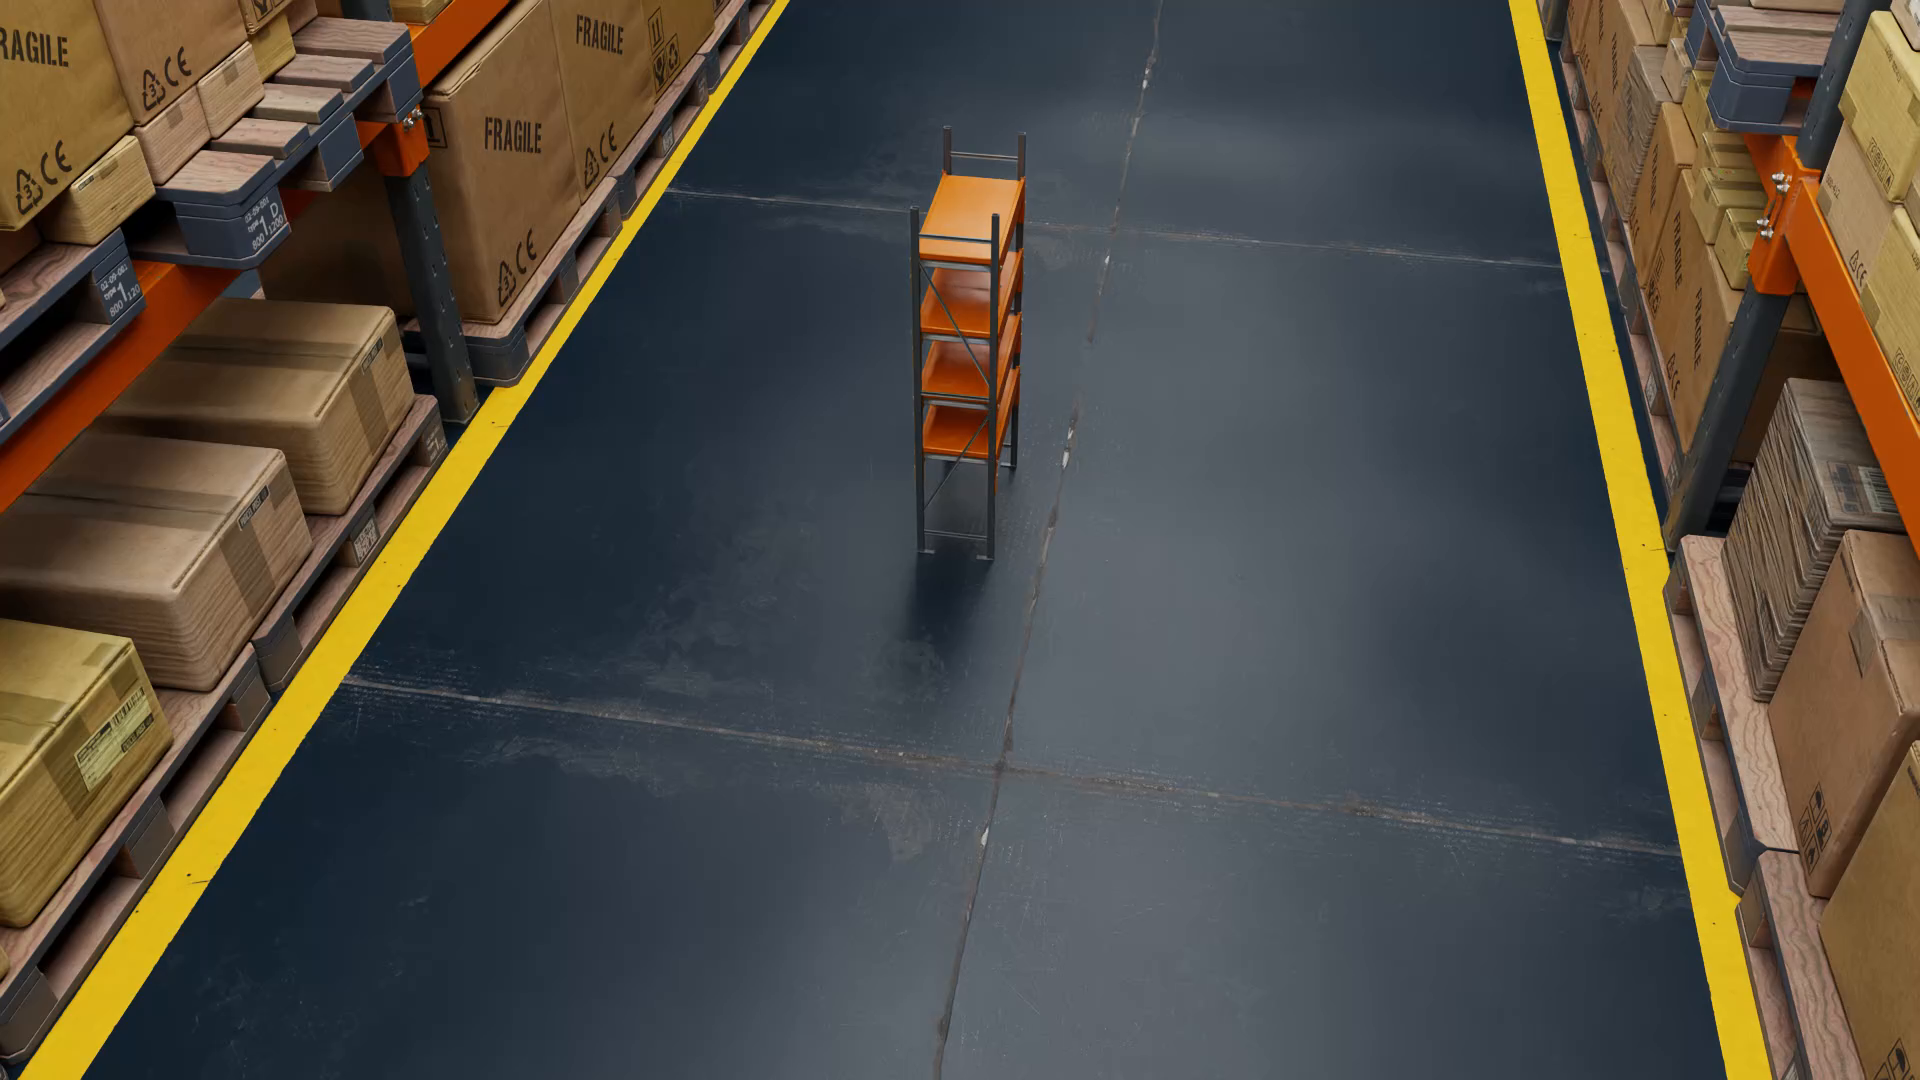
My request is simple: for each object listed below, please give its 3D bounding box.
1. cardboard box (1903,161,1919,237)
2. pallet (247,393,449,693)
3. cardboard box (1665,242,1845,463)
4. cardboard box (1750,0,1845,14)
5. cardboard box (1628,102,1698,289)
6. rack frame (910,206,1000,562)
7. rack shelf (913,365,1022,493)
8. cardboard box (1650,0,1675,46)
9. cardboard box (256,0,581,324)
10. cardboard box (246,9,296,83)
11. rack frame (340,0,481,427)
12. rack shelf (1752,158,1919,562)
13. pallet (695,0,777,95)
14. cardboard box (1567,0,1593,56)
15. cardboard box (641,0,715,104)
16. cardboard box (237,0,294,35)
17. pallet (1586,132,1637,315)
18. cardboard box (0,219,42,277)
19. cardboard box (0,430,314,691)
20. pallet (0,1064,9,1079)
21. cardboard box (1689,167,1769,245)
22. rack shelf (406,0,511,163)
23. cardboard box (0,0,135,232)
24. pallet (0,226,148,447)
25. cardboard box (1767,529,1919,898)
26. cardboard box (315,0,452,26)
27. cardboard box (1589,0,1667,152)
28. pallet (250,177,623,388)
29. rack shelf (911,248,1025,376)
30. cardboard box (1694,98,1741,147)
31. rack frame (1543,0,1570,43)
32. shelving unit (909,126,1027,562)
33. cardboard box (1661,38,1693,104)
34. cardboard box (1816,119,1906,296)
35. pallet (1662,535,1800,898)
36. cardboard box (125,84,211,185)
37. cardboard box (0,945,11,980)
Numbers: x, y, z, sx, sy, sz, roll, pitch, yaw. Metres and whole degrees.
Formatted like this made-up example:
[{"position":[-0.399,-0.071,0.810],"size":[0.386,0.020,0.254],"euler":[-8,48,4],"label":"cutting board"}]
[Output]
[{"position":[2.305,-0.663,3.423],"size":[0.500,0.250,0.500],"euler":[8,40,9],"label":"cardboard box"},{"position":[-2.316,-0.074,5.174],"size":[1.003,0.211,1.213],"euler":[6,40,8],"label":"pallet"},{"position":[2.572,-0.581,5.231],"size":[0.500,0.500,0.500],"euler":[7,40,9],"label":"cardboard box"},{"position":[2.446,-1.613,4.715],"size":[0.380,0.149,0.250],"euler":[7,40,8],"label":"cardboard box"},{"position":[2.757,-1.223,6.007],"size":[0.500,0.500,0.500],"euler":[8,40,10],"label":"cardboard box"},{"position":[-0.014,-0.413,4.808],"size":[0.240,1.200,0.015],"euler":[6,40,8],"label":"rack frame"},{"position":[0.029,-0.361,5.163],"size":[0.258,0.148,0.480],"euler":[6,40,8],"label":"rack shelf"},{"position":[2.914,-2.030,6.475],"size":[0.380,0.149,0.250],"euler":[8,40,9],"label":"cardboard box"},{"position":[-1.978,-1.406,5.934],"size":[0.875,0.875,0.875],"euler":[6,40,7],"label":"cardboard box"},{"position":[-1.979,-1.296,4.331],"size":[0.380,0.149,0.250],"euler":[7,40,8],"label":"cardboard box"},{"position":[-2.179,-1.639,4.878],"size":[1.000,3.000,0.127],"euler":[6,40,8],"label":"rack frame"},{"position":[2.364,0.439,2.930],"size":[1.077,0.370,4.000],"euler":[6,40,8],"label":"rack shelf"},{"position":[-1.546,-2.582,8.207],"size":[1.003,0.211,1.213],"euler":[6,40,8],"label":"pallet"},{"position":[3.097,-2.524,7.581],"size":[0.500,0.500,0.500],"euler":[8,40,10],"label":"cardboard box"},{"position":[-1.664,-2.526,7.289],"size":[0.875,0.875,0.875],"euler":[7,40,9],"label":"cardboard box"},{"position":[-1.984,-1.638,4.235],"size":[0.500,0.500,0.500],"euler":[5,40,6],"label":"cardboard box"},{"position":[3.090,-1.247,6.592],"size":[1.003,0.211,1.213],"euler":[6,40,8],"label":"pallet"},{"position":[-2.231,-0.658,3.559],"size":[0.380,0.149,0.250],"euler":[7,40,8],"label":"cardboard box"},{"position":[-2.406,0.030,4.593],"size":[0.950,0.372,0.625],"euler":[6,40,7],"label":"cardboard box"},{"position":[-2.738,1.458,3.321],"size":[1.003,0.211,1.213],"euler":[6,40,8],"label":"pallet"},{"position":[2.563,-1.055,5.295],"size":[0.380,0.149,0.250],"euler":[4,40,5],"label":"cardboard box"},{"position":[-1.833,-2.617,6.625],"size":[1.077,0.370,4.000],"euler":[6,40,8],"label":"rack shelf"},{"position":[-2.149,-0.995,3.458],"size":[0.500,0.500,0.500],"euler":[4,40,5],"label":"cardboard box"},{"position":[-2.481,-0.318,3.431],"size":[1.003,0.211,1.213],"euler":[6,40,8],"label":"pallet"},{"position":[2.484,0.461,3.873],"size":[0.875,0.625,0.625],"euler":[8,40,9],"label":"cardboard box"},{"position":[-1.847,-1.860,5.264],"size":[0.500,0.250,0.500],"euler":[6,40,7],"label":"cardboard box"},{"position":[2.924,-1.876,6.797],"size":[0.500,0.500,0.500],"euler":[5,40,6],"label":"cardboard box"},{"position":[-1.968,-1.051,6.355],"size":[1.003,0.211,1.213],"euler":[6,40,8],"label":"pallet"},{"position":[0.029,-0.687,4.894],"size":[0.258,0.148,0.480],"euler":[6,40,8],"label":"rack shelf"},{"position":[2.743,-1.376,5.683],"size":[0.380,0.149,0.250],"euler":[8,40,9],"label":"cardboard box"},{"position":[3.403,-3.604,7.255],"size":[1.000,3.000,0.127],"euler":[6,40,8],"label":"rack frame"},{"position":[0.029,-0.566,4.993],"size":[0.258,1.200,0.503],"euler":[6,40,8],"label":"shelving unit"},{"position":[2.804,-1.709,6.086],"size":[0.380,0.149,0.250],"euler":[5,40,6],"label":"cardboard box"},{"position":[2.393,-0.784,3.962],"size":[0.500,0.250,0.500],"euler":[7,40,8],"label":"cardboard box"},{"position":[2.530,0.493,4.488],"size":[1.003,0.211,1.213],"euler":[6,40,8],"label":"pallet"},{"position":[-2.030,-0.976,3.944],"size":[0.380,0.149,0.250],"euler":[5,40,6],"label":"cardboard box"},{"position":[-2.662,0.942,3.490],"size":[0.950,0.372,0.625],"euler":[9,40,10],"label":"cardboard box"}]
